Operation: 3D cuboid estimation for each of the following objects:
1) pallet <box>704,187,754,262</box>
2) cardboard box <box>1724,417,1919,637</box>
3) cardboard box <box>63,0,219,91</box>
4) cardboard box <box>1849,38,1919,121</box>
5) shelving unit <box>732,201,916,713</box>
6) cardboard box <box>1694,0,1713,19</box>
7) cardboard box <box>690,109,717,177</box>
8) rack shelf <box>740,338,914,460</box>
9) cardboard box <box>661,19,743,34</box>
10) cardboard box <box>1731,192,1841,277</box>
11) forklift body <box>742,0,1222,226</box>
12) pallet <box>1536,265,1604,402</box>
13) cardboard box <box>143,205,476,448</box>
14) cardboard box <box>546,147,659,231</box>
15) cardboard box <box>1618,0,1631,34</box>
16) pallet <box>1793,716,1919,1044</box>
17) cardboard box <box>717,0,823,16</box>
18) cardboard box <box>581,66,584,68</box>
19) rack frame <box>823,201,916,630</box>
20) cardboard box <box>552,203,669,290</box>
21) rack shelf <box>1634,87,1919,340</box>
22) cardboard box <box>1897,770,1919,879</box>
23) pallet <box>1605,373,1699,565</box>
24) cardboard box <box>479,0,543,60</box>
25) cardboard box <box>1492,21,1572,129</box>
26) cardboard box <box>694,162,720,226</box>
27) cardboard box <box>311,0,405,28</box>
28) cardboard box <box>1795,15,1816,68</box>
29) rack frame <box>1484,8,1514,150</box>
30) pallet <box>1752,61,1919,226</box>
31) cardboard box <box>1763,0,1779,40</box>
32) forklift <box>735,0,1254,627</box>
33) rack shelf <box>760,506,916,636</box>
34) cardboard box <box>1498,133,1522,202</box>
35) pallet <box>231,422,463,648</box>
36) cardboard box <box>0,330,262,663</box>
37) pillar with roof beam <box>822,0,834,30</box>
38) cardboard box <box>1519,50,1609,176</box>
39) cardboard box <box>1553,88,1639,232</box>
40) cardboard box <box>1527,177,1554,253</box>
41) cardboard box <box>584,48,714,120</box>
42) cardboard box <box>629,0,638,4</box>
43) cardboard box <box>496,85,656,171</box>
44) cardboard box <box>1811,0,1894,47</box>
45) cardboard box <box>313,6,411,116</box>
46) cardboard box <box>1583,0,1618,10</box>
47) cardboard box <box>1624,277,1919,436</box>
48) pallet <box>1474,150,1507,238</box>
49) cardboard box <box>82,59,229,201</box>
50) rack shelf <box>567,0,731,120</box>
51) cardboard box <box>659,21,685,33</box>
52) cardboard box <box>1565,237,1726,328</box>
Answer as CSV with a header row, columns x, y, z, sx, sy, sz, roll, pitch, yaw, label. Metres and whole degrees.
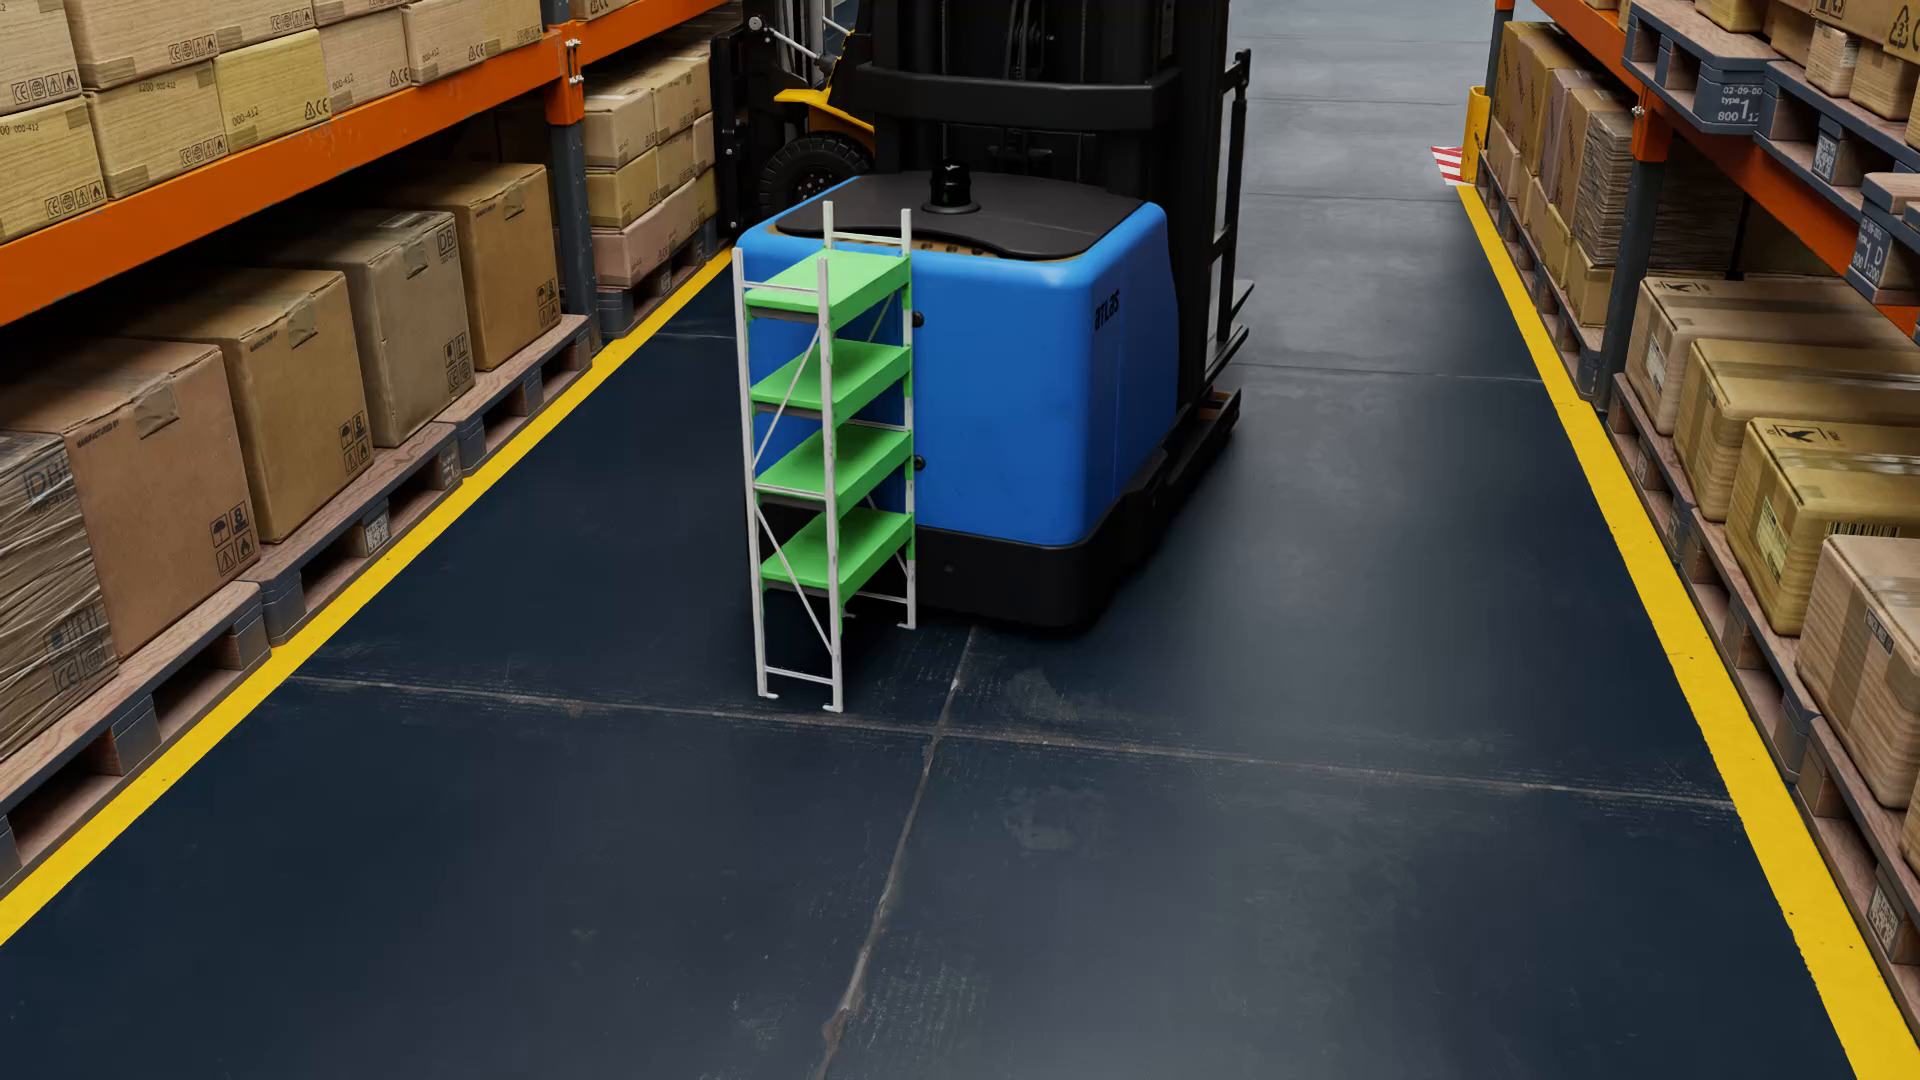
x,y,z,sx,sy,sz,roll,pitch,yaw,label
-1.628,-1.743,8.724,1.003,0.211,1.213,4,25,9,pallet
2.592,-0.011,4.339,0.950,0.372,0.625,5,26,10,cardboard box
-2.150,-1.245,3.960,0.500,0.250,0.500,3,25,7,cardboard box
2.244,-1.032,3.718,0.380,0.149,0.250,3,25,7,cardboard box
-0.327,-0.214,4.291,0.258,1.200,0.503,9,27,19,shelving unit
2.499,-1.689,5.121,0.380,0.149,0.250,4,25,9,cardboard box
-1.439,-1.937,8.008,0.500,0.250,0.500,4,25,8,cardboard box
-0.327,-0.373,4.216,0.258,0.148,0.480,9,27,19,rack shelf
-1.260,-2.595,8.824,0.500,0.250,0.500,4,25,9,cardboard box
3.264,-1.334,6.426,0.500,0.500,0.500,5,26,11,cardboard box
0.147,-2.533,8.125,2.313,2.155,1.214,4,25,9,forklift body
2.976,-0.842,6.800,1.003,0.211,1.213,4,25,9,pallet
-2.205,-0.736,5.590,0.875,0.625,0.625,4,25,8,cardboard box
-1.613,-1.516,7.110,0.500,0.250,0.500,4,25,8,cardboard box
2.687,-1.968,6.213,0.380,0.149,0.250,5,25,10,cardboard box
2.377,0.787,3.319,1.003,0.211,1.213,4,25,9,pallet
-1.110,-3.021,9.734,0.500,0.250,0.500,5,26,10,cardboard box
-1.943,-2.205,7.991,0.500,0.250,0.500,4,25,9,cardboard box
-0.238,-0.310,4.497,0.240,1.200,0.015,9,27,19,rack frame
-1.591,-1.288,7.212,0.500,0.250,0.500,4,25,9,cardboard box
2.574,-0.660,3.969,1.077,0.370,4.000,4,25,9,rack shelf
2.350,0.615,3.001,0.950,0.372,0.625,2,25,5,cardboard box
2.776,-0.233,5.499,1.003,0.211,1.213,4,25,9,pallet
-1.821,-1.867,5.878,0.500,0.250,0.500,5,25,10,cardboard box
3.147,-2.451,8.812,0.500,0.500,0.500,3,25,7,cardboard box
-1.454,-1.718,8.130,0.500,0.250,0.500,4,25,9,cardboard box
-1.991,-1.671,4.868,0.500,0.250,0.500,5,25,10,cardboard box
2.353,-1.253,4.190,0.380,0.149,0.250,4,25,9,cardboard box
3.555,-3.495,9.178,1.000,3.000,0.127,4,25,9,rack frame
2.531,-0.893,3.845,1.003,0.211,1.213,4,25,9,pallet
2.479,-1.461,4.635,0.380,0.149,0.250,6,26,12,cardboard box
0.382,-1.687,5.398,1.130,2.935,3.031,9,27,19,forklift
-0.327,0.062,4.420,0.258,0.148,0.480,9,27,19,rack shelf
3.060,-1.909,8.537,0.500,0.250,0.500,5,26,10,cardboard box
-2.275,-0.079,5.169,1.003,0.211,1.213,4,25,9,pallet
-2.436,-0.140,4.316,0.875,0.625,0.625,5,26,10,cardboard box
2.882,-8.537,12.873,9.100,9.000,0.400,4,25,9,pillar with roof beam
2.976,-2.023,7.897,0.500,0.500,0.500,5,25,10,cardboard box
2.815,-1.585,6.962,0.500,0.500,0.500,4,25,9,cardboard box
2.898,-1.468,7.597,0.500,0.250,0.500,4,25,9,cardboard box
-1.444,-2.165,7.905,0.500,0.250,0.500,5,26,10,cardboard box
-1.597,-2.596,7.140,0.500,0.500,0.500,4,25,9,cardboard box
-1.608,-1.743,7.003,0.500,0.250,0.500,4,25,8,cardboard box
2.293,-1.385,3.706,0.500,0.500,0.500,3,25,6,cardboard box
-2.009,-1.451,4.989,0.500,0.250,0.500,4,25,9,cardboard box
2.816,-2.289,6.898,0.380,0.149,0.250,4,25,8,cardboard box
2.818,-0.602,5.603,0.950,0.372,0.625,4,25,9,cardboard box
3.375,-1.863,8.981,1.003,0.211,1.213,4,25,9,pallet
-2.172,-1.018,4.063,0.500,0.250,0.500,3,25,7,cardboard box
-1.669,-2.675,8.275,1.077,0.370,4.000,4,25,9,rack shelf
-1.778,-2.629,8.898,0.500,0.250,0.500,4,25,8,cardboard box
2.733,-1.033,6.666,0.500,0.250,0.500,5,26,11,cardboard box
